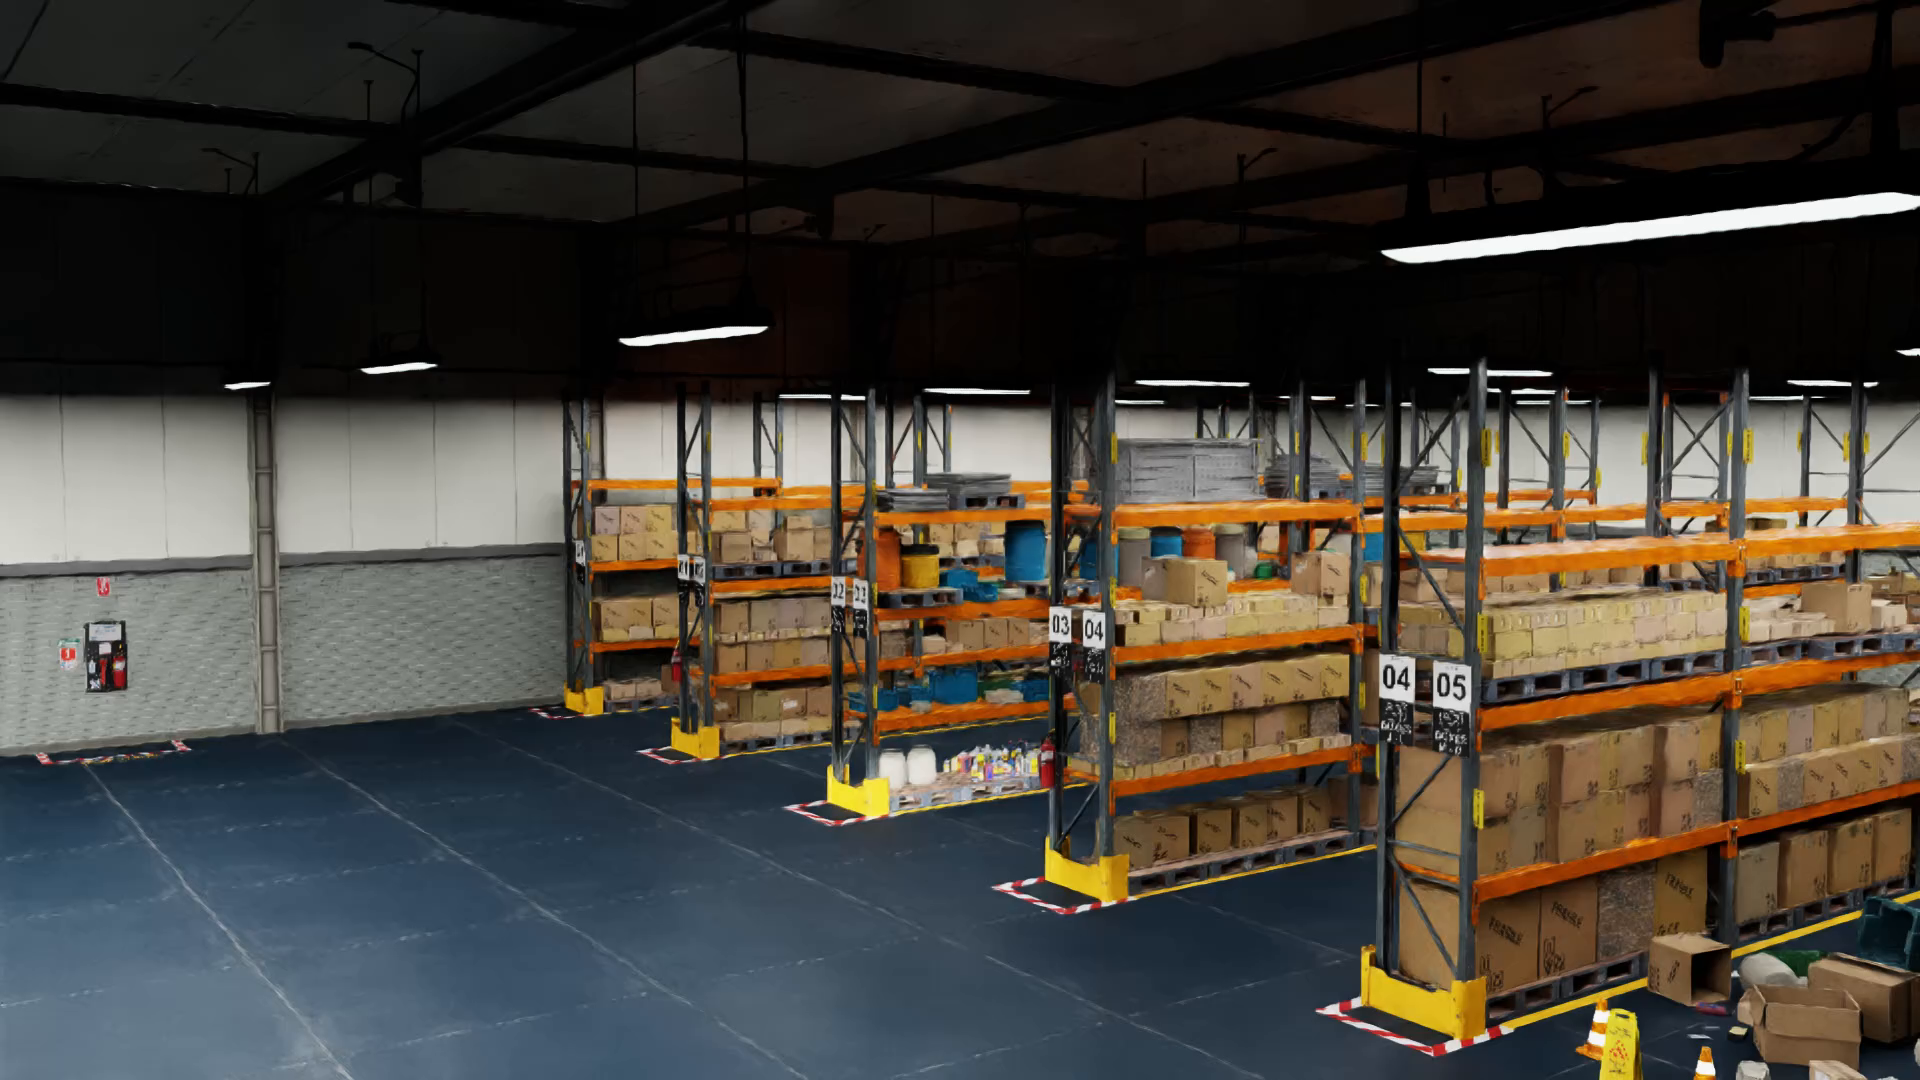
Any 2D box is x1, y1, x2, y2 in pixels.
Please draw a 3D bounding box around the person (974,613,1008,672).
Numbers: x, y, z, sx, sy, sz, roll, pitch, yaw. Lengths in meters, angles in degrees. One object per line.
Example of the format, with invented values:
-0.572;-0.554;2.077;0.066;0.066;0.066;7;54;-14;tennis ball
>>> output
0.586;2.184;34.415;1.042;1.517;0.415;-3;5;-37;person
